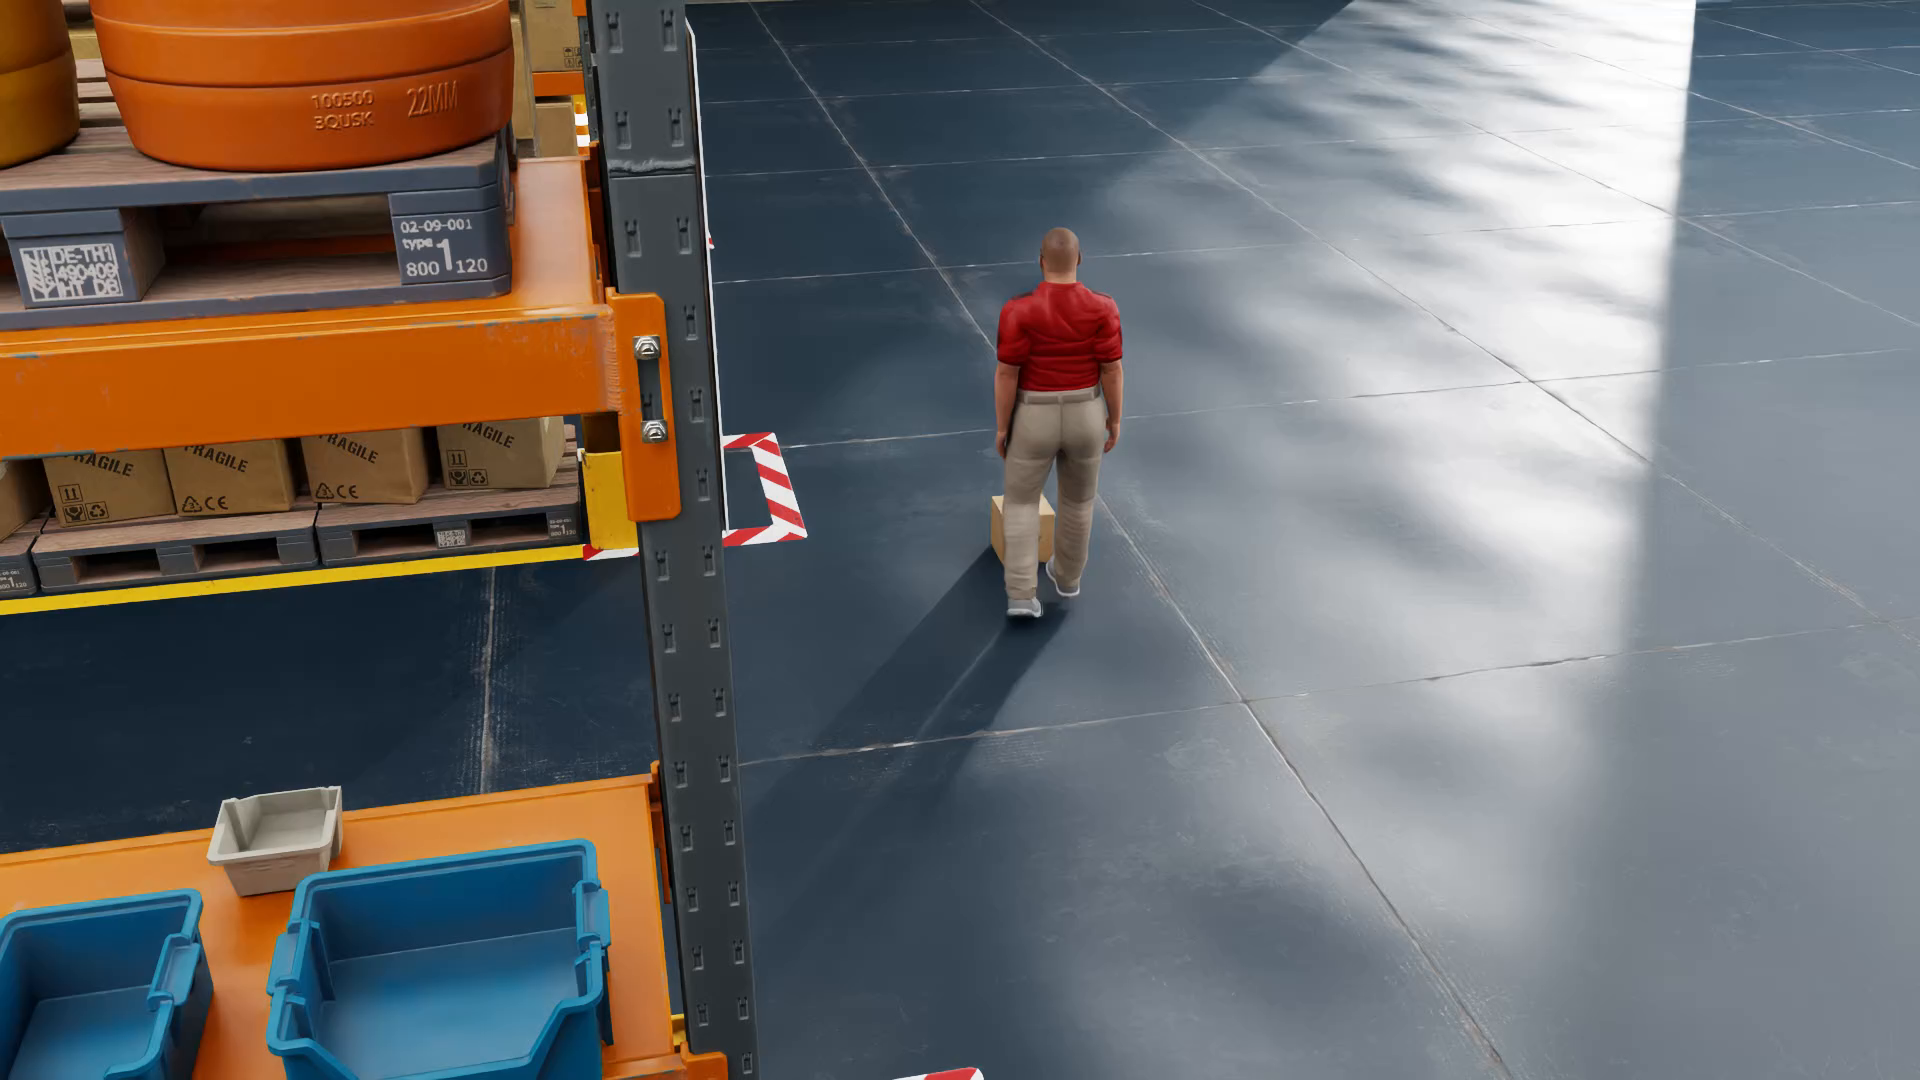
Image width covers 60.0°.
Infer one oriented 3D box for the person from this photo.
[{"bbox_3d":[0.415,-0.491,7.131,0.555,1.752,0.612,-2,27,-4],"label":"person"}]
